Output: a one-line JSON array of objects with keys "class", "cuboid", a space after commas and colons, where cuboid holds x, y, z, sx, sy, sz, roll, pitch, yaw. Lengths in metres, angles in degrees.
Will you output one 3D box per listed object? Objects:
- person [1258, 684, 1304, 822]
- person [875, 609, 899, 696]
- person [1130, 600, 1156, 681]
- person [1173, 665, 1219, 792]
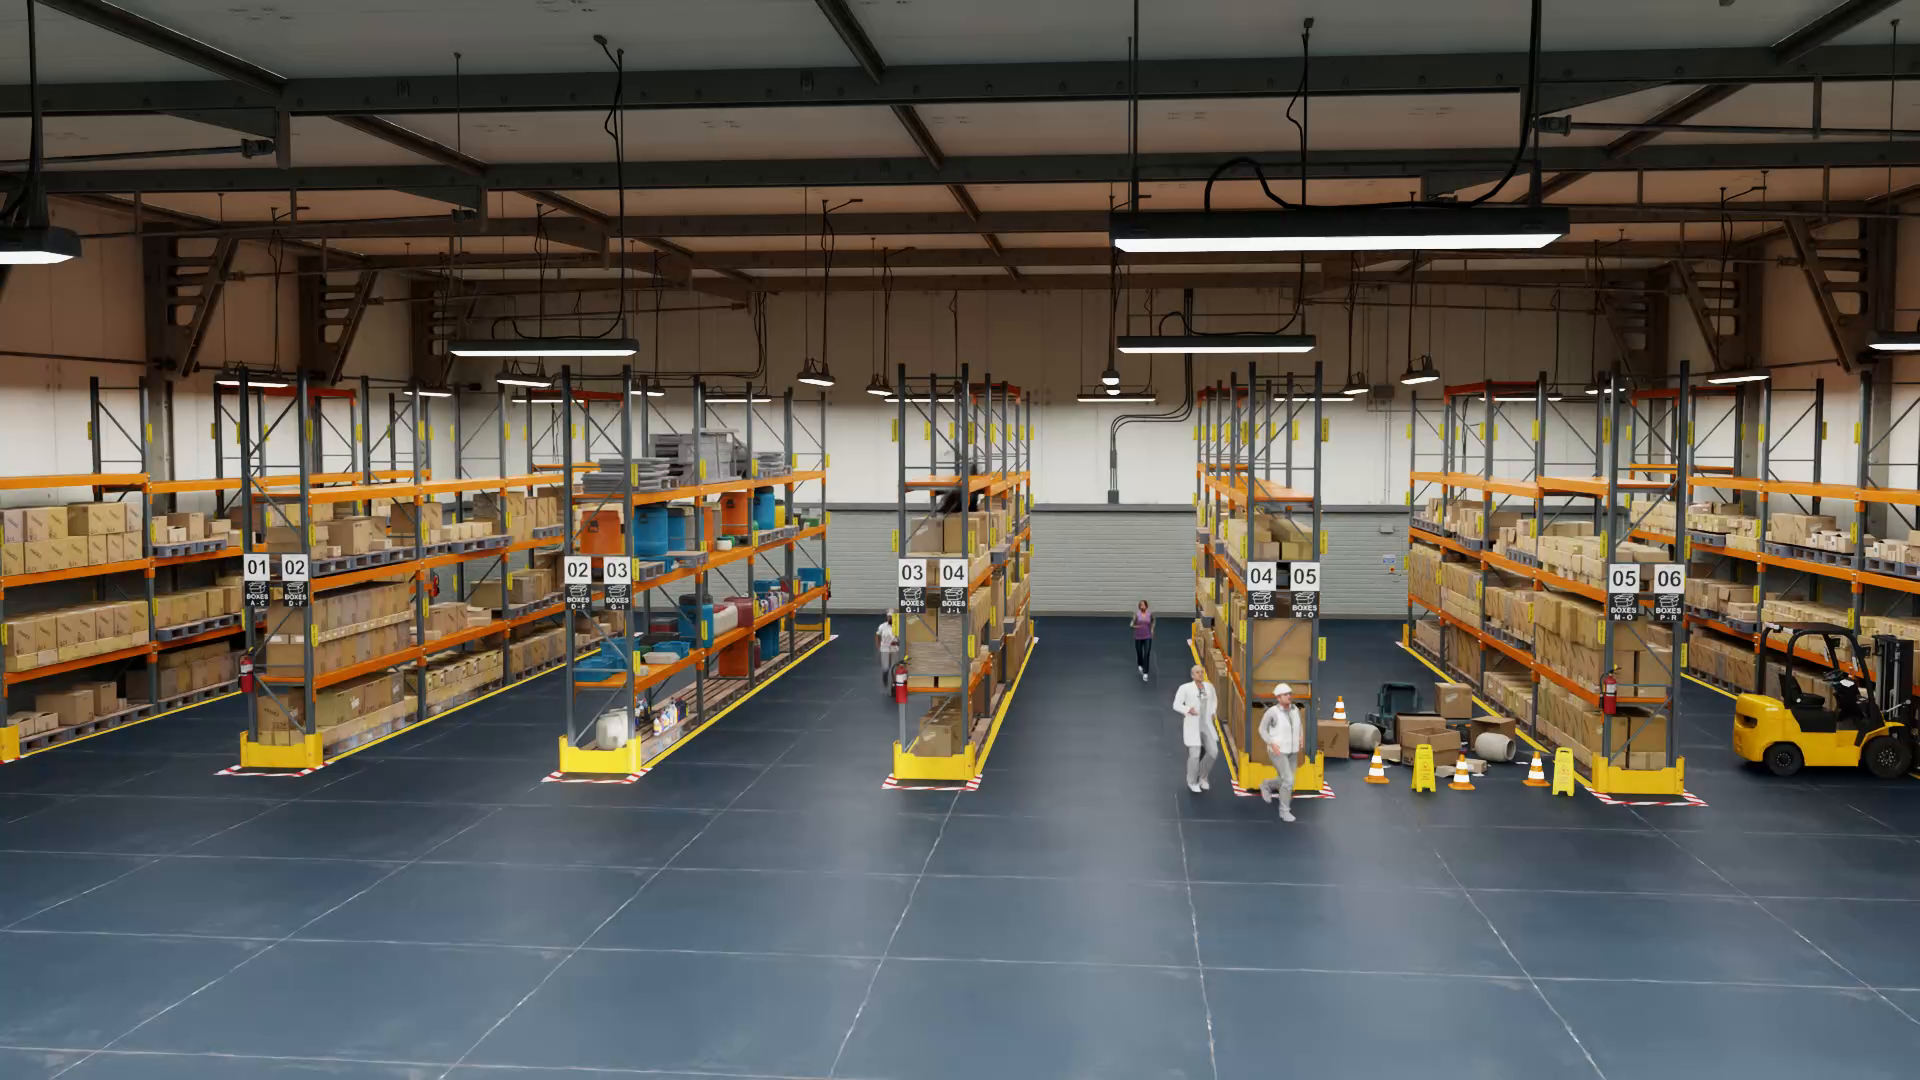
[{"class": "person", "cuboid": [4.171, 2.737, 21.708, 0.678, 1.765, 0.747, -2, 4, -30]}, {"class": "person", "cuboid": [-1.331, 2.132, 31.527, 0.550, 1.669, 0.638, 0, 4, -4]}, {"class": "person", "cuboid": [3.717, 2.009, 33.762, 0.534, 1.592, 0.883, 0, 4, 4]}, {"class": "person", "cuboid": [3.365, 2.644, 23.237, 0.724, 1.781, 0.610, -1, 4, -18]}]
